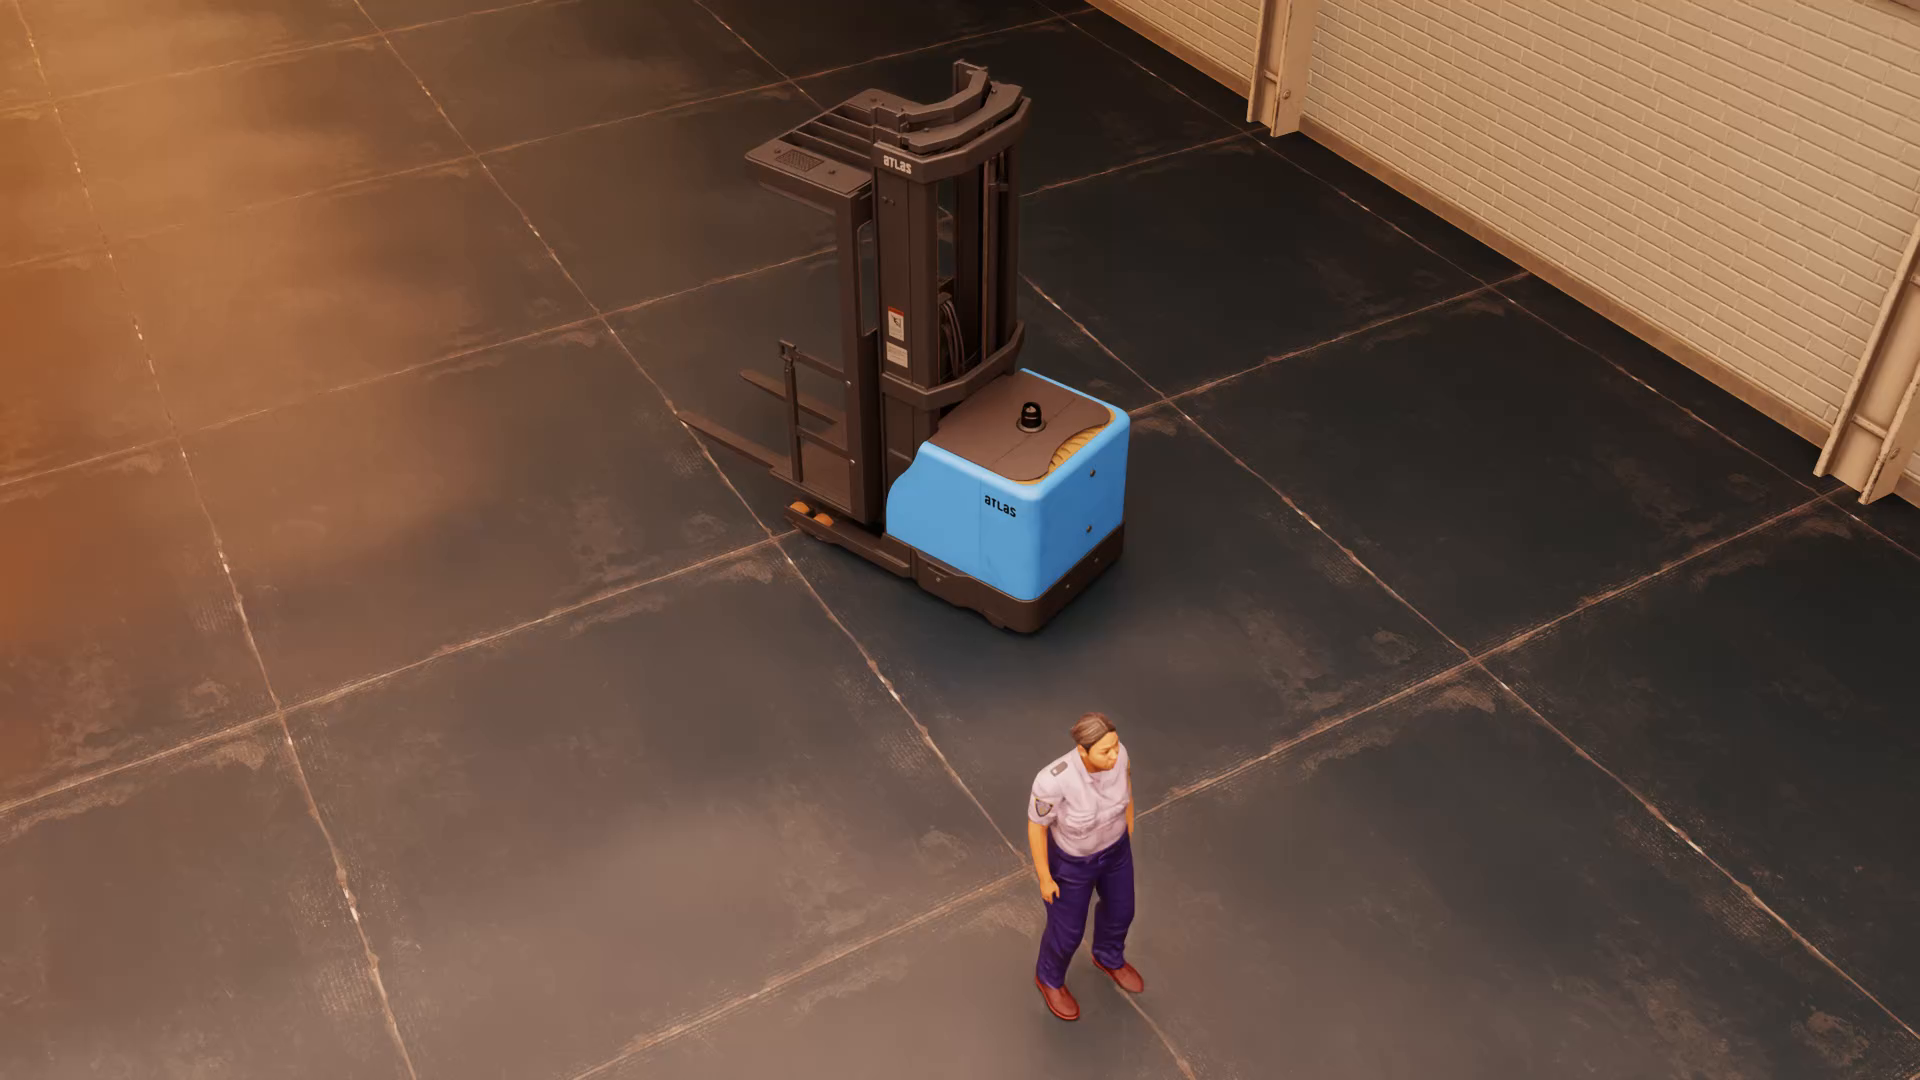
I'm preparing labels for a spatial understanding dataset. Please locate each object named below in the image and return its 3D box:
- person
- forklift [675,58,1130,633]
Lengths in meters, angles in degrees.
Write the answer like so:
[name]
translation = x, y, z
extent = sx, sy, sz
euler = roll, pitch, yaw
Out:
[person]
translation = 0.587, 1.441, 7.340
extent = 0.557, 1.652, 0.449
euler = -23, 45, -25
[forklift]
translation = -0.481, -1.366, 9.683
extent = 3.031, 2.935, 1.130
euler = 26, 46, 28
